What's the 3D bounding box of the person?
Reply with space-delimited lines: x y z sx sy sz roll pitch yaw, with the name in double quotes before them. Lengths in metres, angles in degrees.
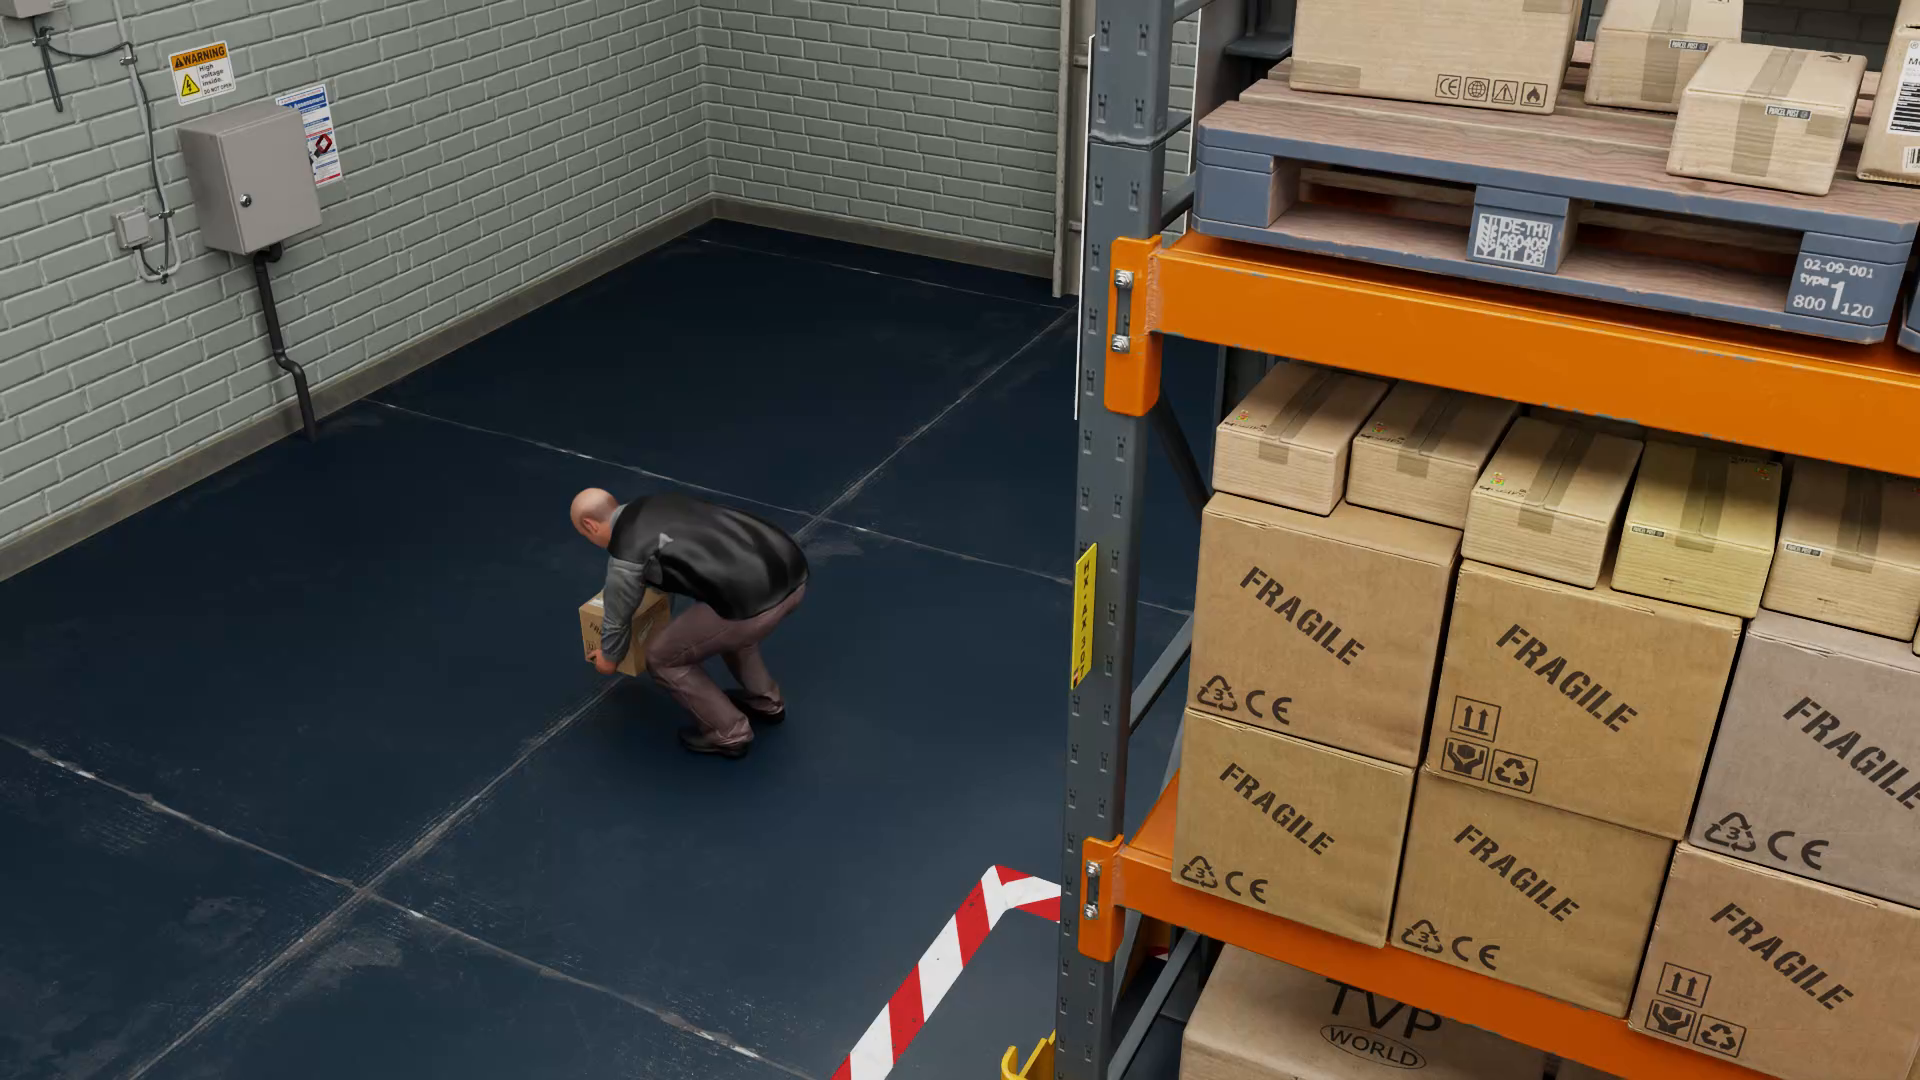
"person" -1.039 0.291 6.387 0.945 0.986 0.518 13 32 21
